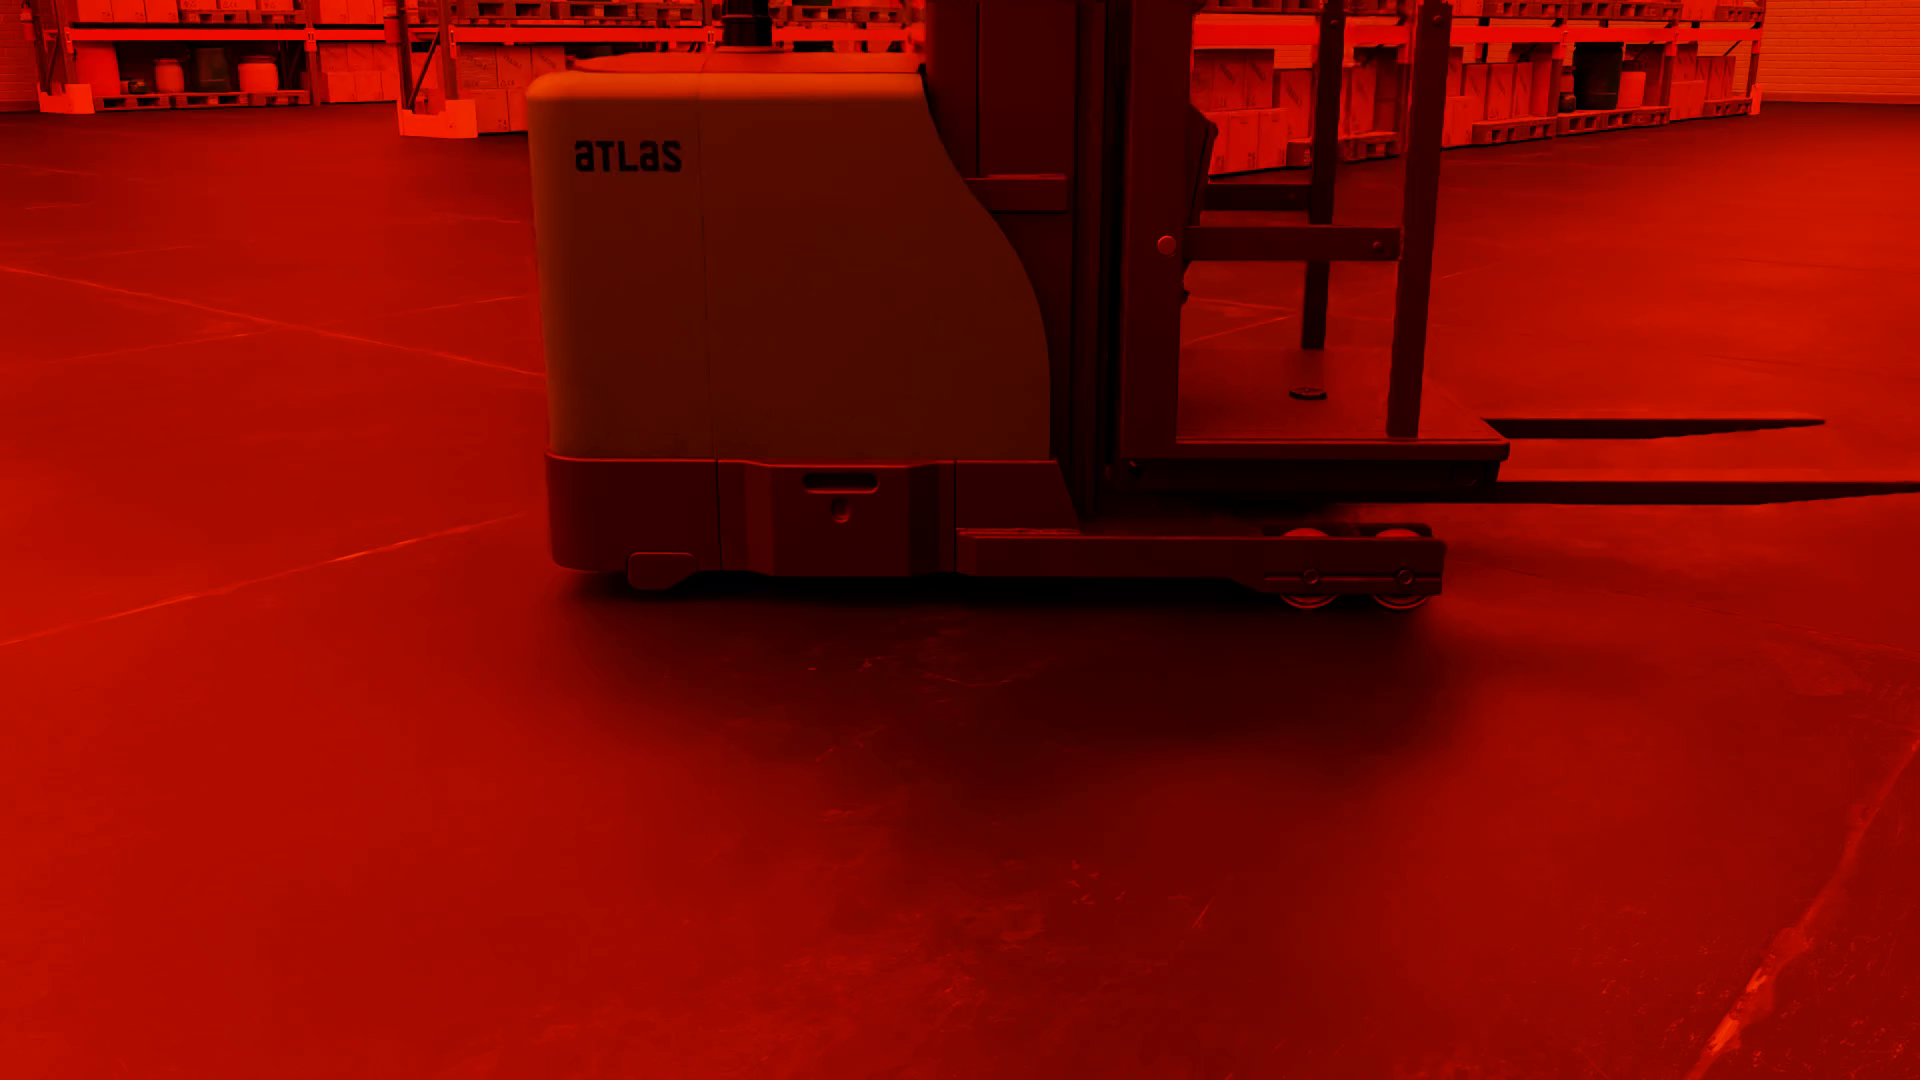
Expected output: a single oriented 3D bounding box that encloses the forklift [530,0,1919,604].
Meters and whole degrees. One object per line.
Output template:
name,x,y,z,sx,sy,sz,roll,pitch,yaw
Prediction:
forklift,0.646,-1.422,3.580,3.031,2.935,1.130,0,17,-1
